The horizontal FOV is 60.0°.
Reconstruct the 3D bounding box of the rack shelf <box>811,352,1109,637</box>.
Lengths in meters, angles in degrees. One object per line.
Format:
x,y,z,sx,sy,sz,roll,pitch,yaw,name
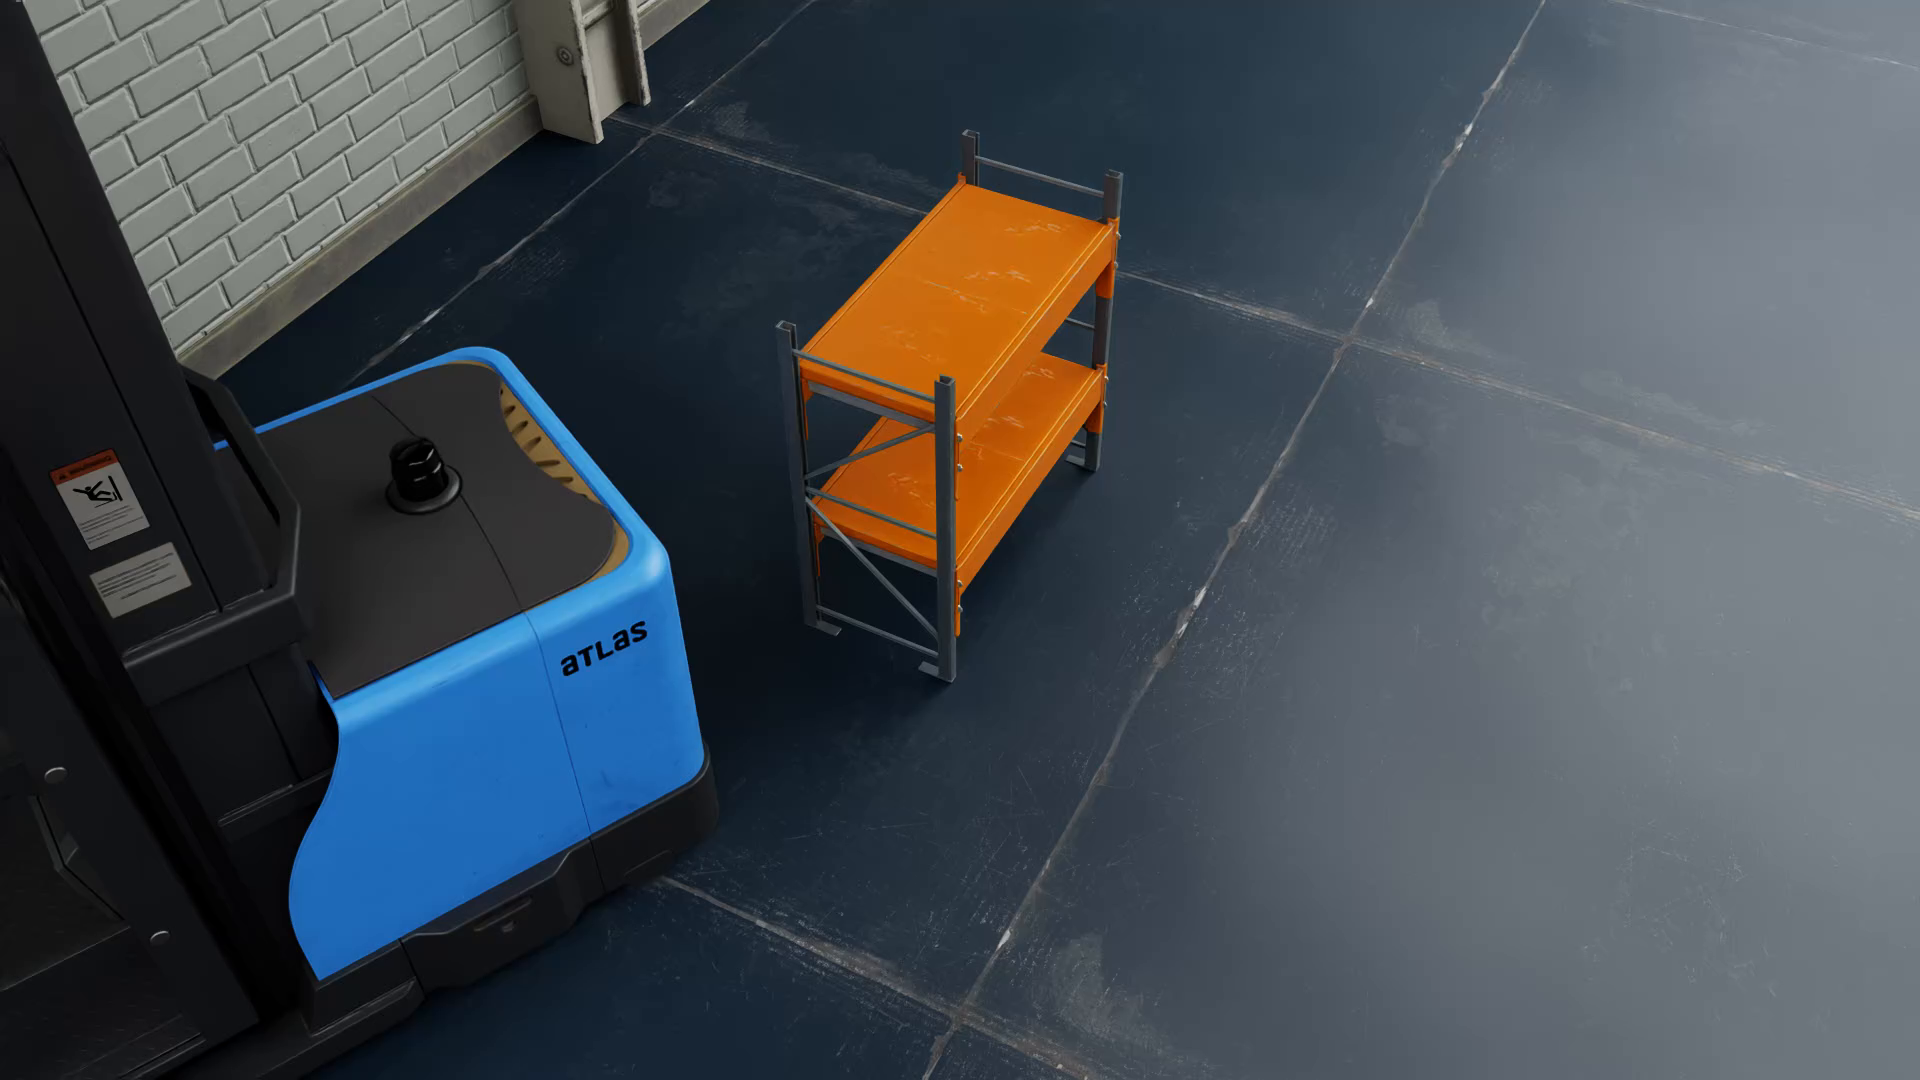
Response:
-0.003,-0.219,5.020,0.538,0.278,1.000,20,49,19,rack shelf

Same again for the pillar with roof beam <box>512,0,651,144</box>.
2.268,-3.550,2.432,9.100,9.000,0.400,20,49,19,pillar with roof beam

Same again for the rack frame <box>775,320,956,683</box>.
-0.239,-0.071,4.529,0.500,1.125,0.032,20,49,19,rack frame

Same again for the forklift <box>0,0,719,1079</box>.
-2.136,0.092,3.098,3.031,2.935,1.130,-27,51,-24,forklift

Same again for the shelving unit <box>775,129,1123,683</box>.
-0.003,-0.391,4.846,0.538,1.125,1.048,20,49,19,shelving unit

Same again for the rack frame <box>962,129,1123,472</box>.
0.233,-0.711,5.162,0.500,1.125,0.032,20,49,19,rack frame

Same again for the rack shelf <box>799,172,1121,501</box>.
-0.003,-0.597,4.638,0.538,0.278,1.000,20,49,19,rack shelf
